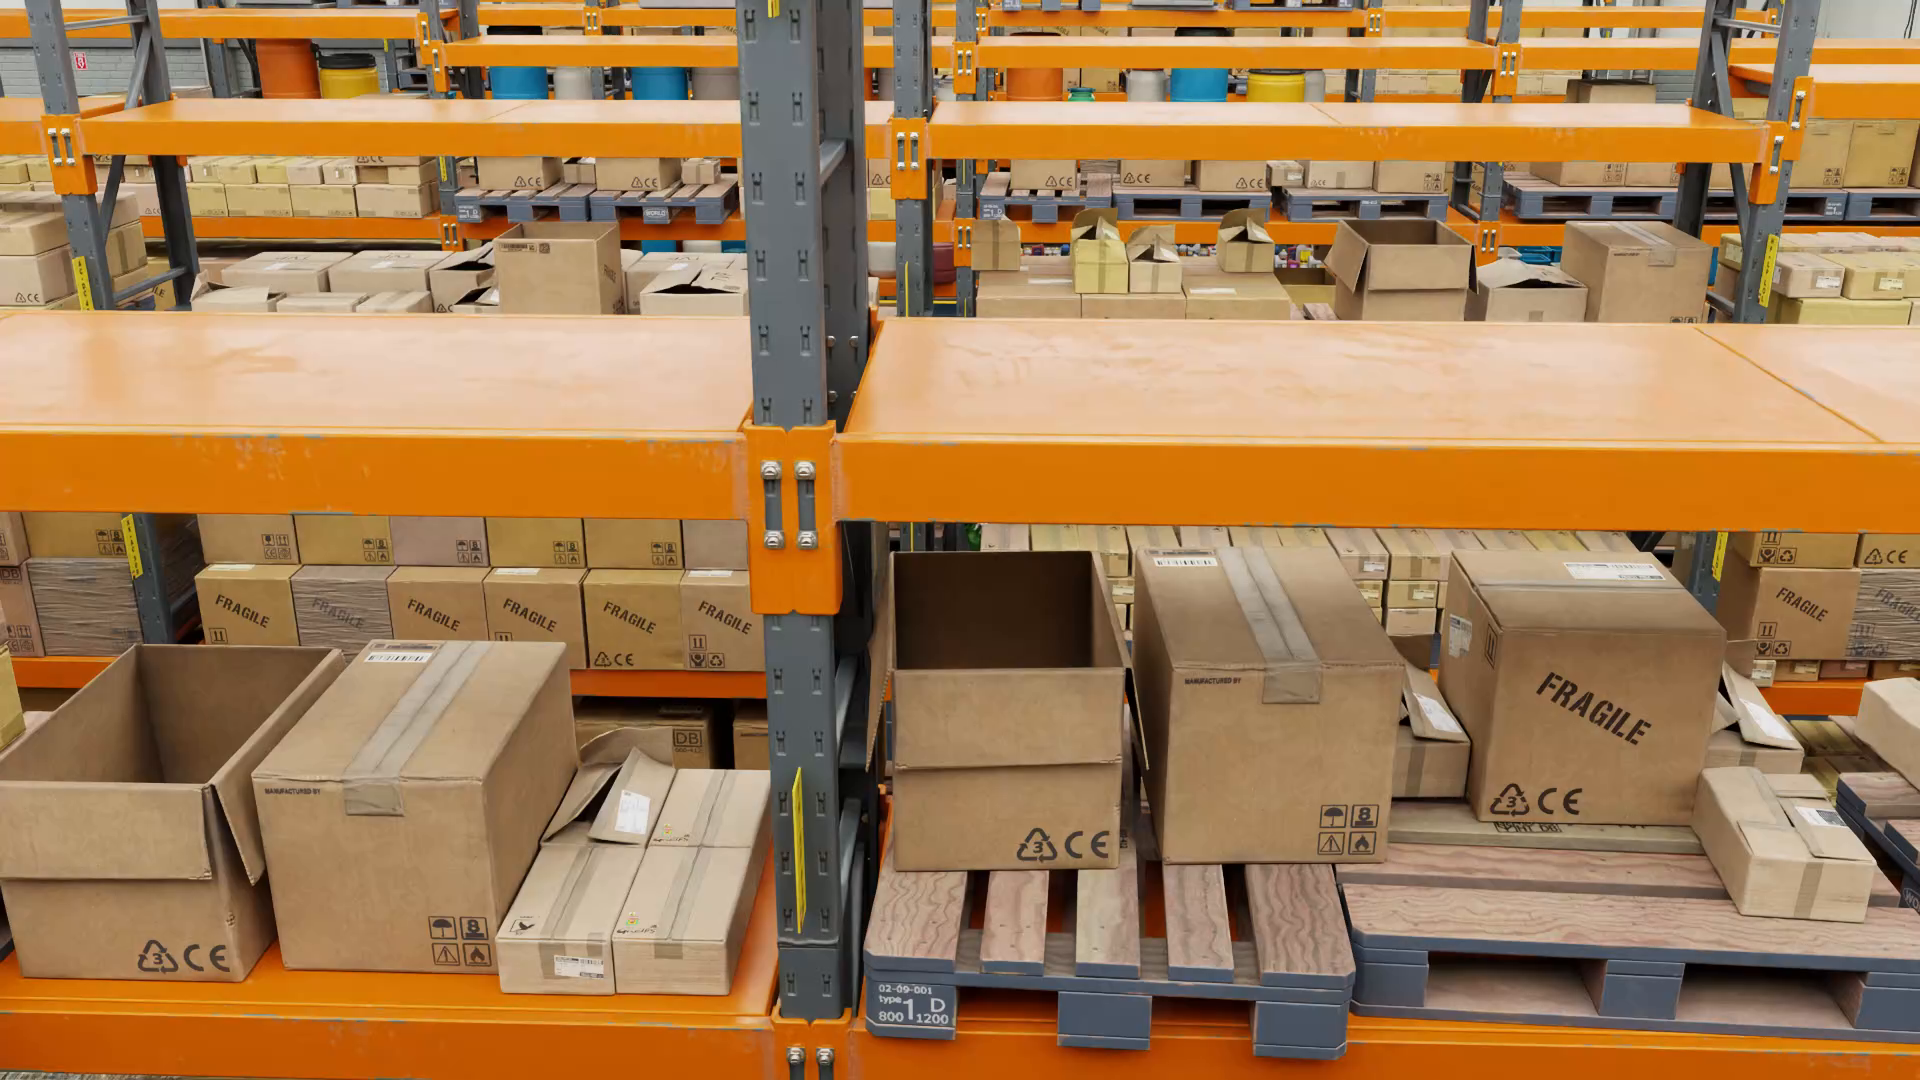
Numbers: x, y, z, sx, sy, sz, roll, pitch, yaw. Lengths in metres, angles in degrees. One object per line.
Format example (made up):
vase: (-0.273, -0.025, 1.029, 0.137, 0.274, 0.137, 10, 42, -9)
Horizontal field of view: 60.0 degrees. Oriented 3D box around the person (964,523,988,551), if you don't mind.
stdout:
person: (0.156, -0.259, 12.392, 0.451, 1.777, 0.610, -1, 21, -2)
